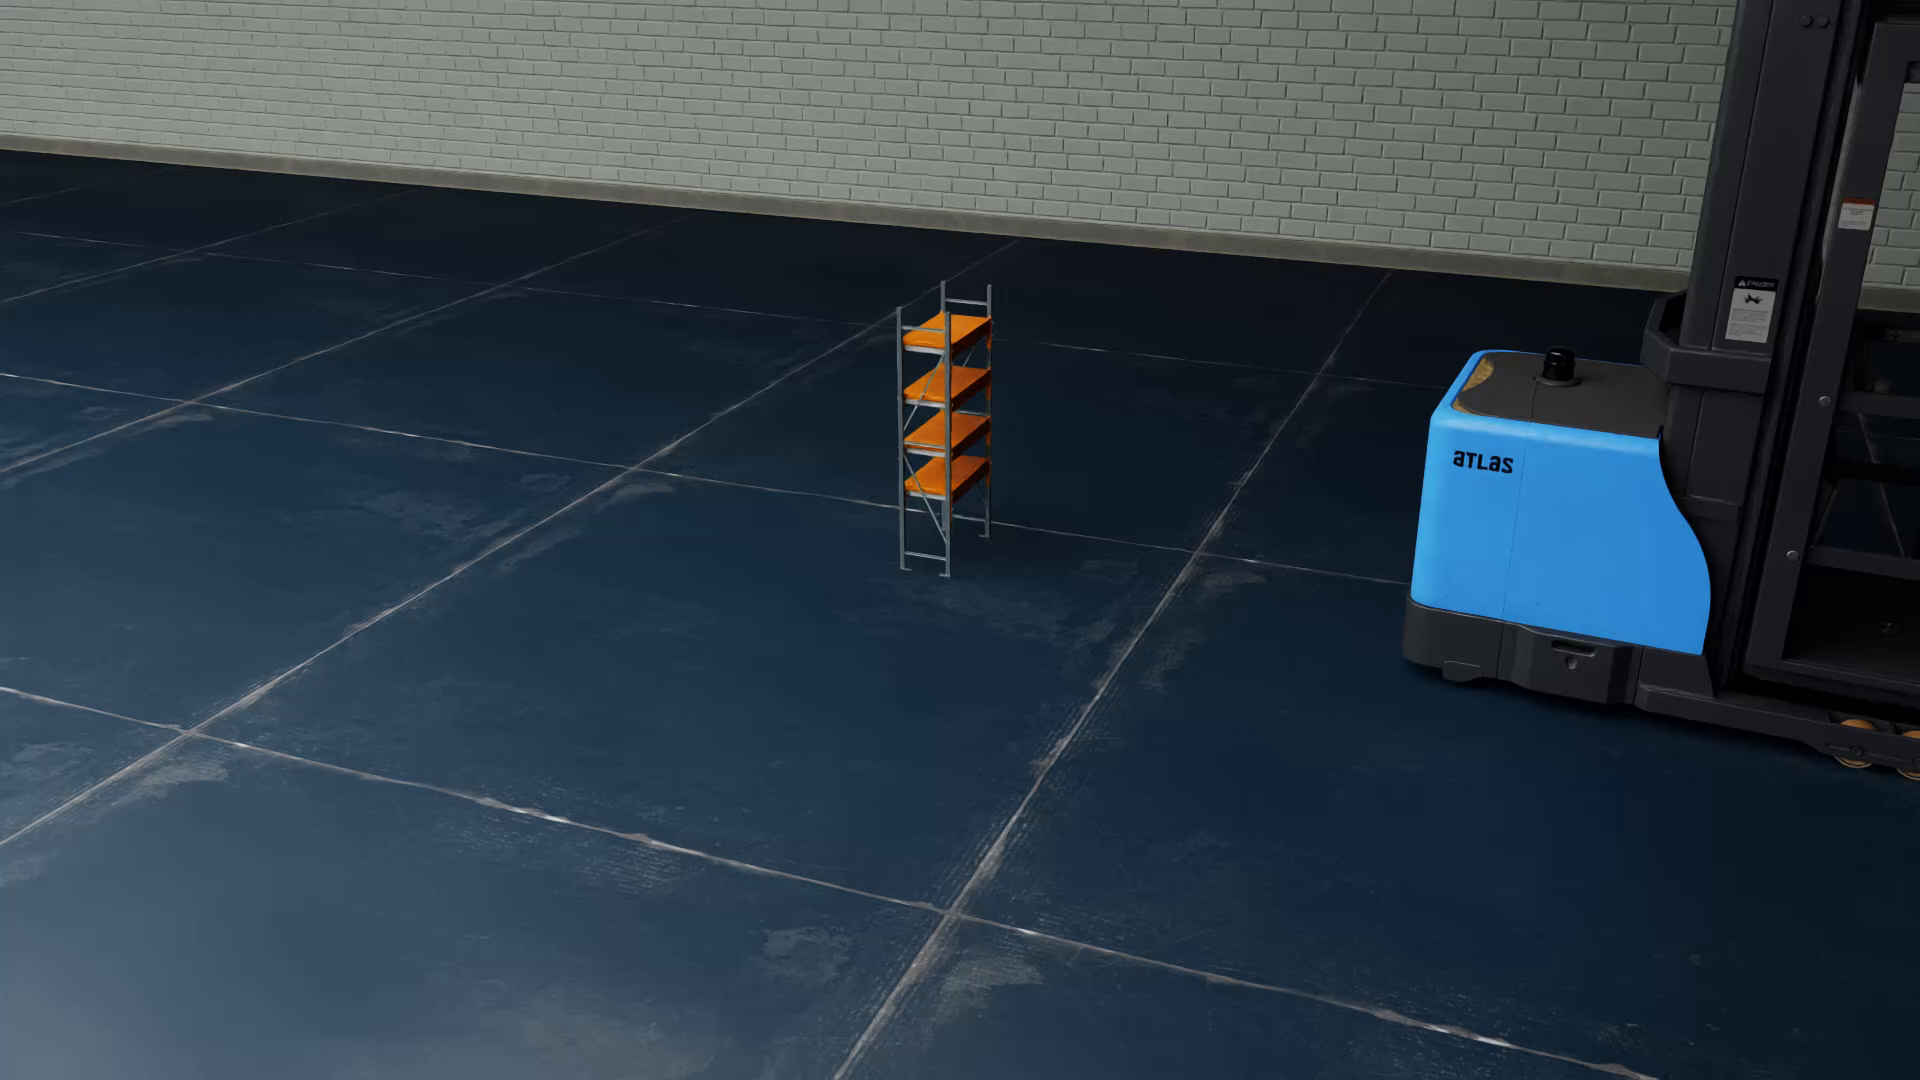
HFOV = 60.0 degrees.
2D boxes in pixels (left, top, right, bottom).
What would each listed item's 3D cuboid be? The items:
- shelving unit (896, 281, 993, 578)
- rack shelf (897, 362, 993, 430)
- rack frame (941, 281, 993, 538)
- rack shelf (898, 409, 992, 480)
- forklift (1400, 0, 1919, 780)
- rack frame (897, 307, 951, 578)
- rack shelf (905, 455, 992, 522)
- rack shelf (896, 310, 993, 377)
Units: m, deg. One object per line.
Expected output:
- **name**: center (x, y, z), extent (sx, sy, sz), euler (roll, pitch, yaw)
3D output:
- **shelving unit**: center (-0.061, -0.494, 7.377), extent (0.258, 1.200, 0.503), euler (9, 24, 20)
- **rack shelf**: center (-0.061, -0.639, 7.317), extent (0.258, 0.148, 0.480), euler (9, 24, 20)
- **rack frame**: center (0.029, -0.582, 7.586), extent (0.240, 1.200, 0.015), euler (9, 24, 20)
- **rack shelf**: center (-0.061, -0.432, 7.403), extent (0.258, 0.148, 0.480), euler (9, 24, 20)
- **forklift**: center (3.282, -0.754, 5.753), extent (3.031, 2.935, 1.130), euler (10, 25, 23)
- **rack frame**: center (-0.152, -0.407, 7.168), extent (0.240, 1.200, 0.015), euler (9, 24, 20)
- **rack shelf**: center (-0.061, -0.249, 7.479), extent (0.258, 0.148, 0.480), euler (9, 24, 20)
- **rack shelf**: center (-0.061, -0.857, 7.225), extent (0.258, 0.148, 0.480), euler (9, 24, 20)
